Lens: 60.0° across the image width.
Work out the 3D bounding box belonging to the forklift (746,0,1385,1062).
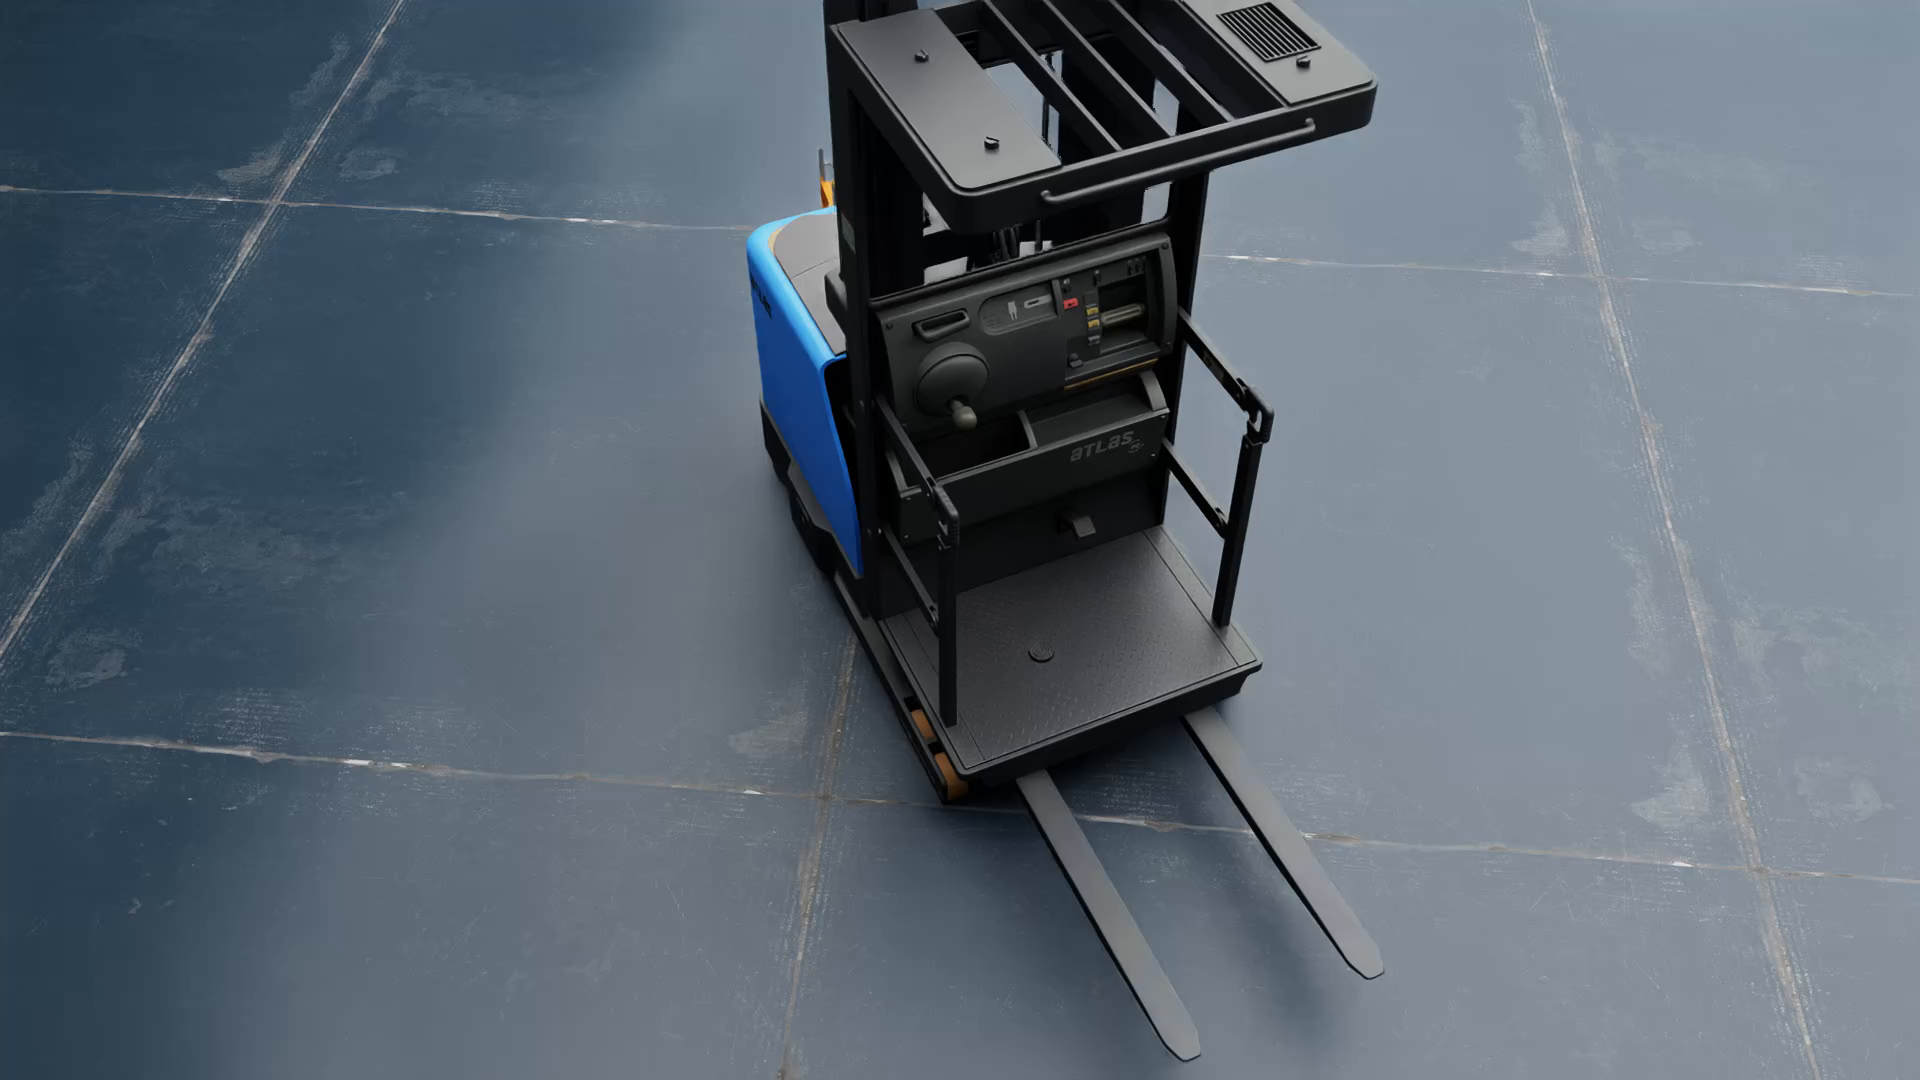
[{"bbox_3d":[0.303,-0.506,4.727,1.130,2.935,3.031,-18,50,-16],"label":"forklift"}]

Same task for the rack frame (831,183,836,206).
[{"bbox_3d":[-0.358,-0.927,6.370,0.200,1.050,0.008,-11,46,-10],"label":"rack frame"}]

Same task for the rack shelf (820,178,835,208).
[{"bbox_3d":[-0.393,-1.204,6.262,0.215,0.259,0.240,-11,46,-10],"label":"rack shelf"}]

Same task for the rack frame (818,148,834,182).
[{"bbox_3d":[-0.421,-1.093,6.538,0.200,1.050,0.008,-11,46,-10],"label":"rack frame"}]

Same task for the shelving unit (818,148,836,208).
[{"bbox_3d":[-0.389,-1.010,6.454,0.215,1.050,0.252,-11,46,-10],"label":"shelving unit"}]
